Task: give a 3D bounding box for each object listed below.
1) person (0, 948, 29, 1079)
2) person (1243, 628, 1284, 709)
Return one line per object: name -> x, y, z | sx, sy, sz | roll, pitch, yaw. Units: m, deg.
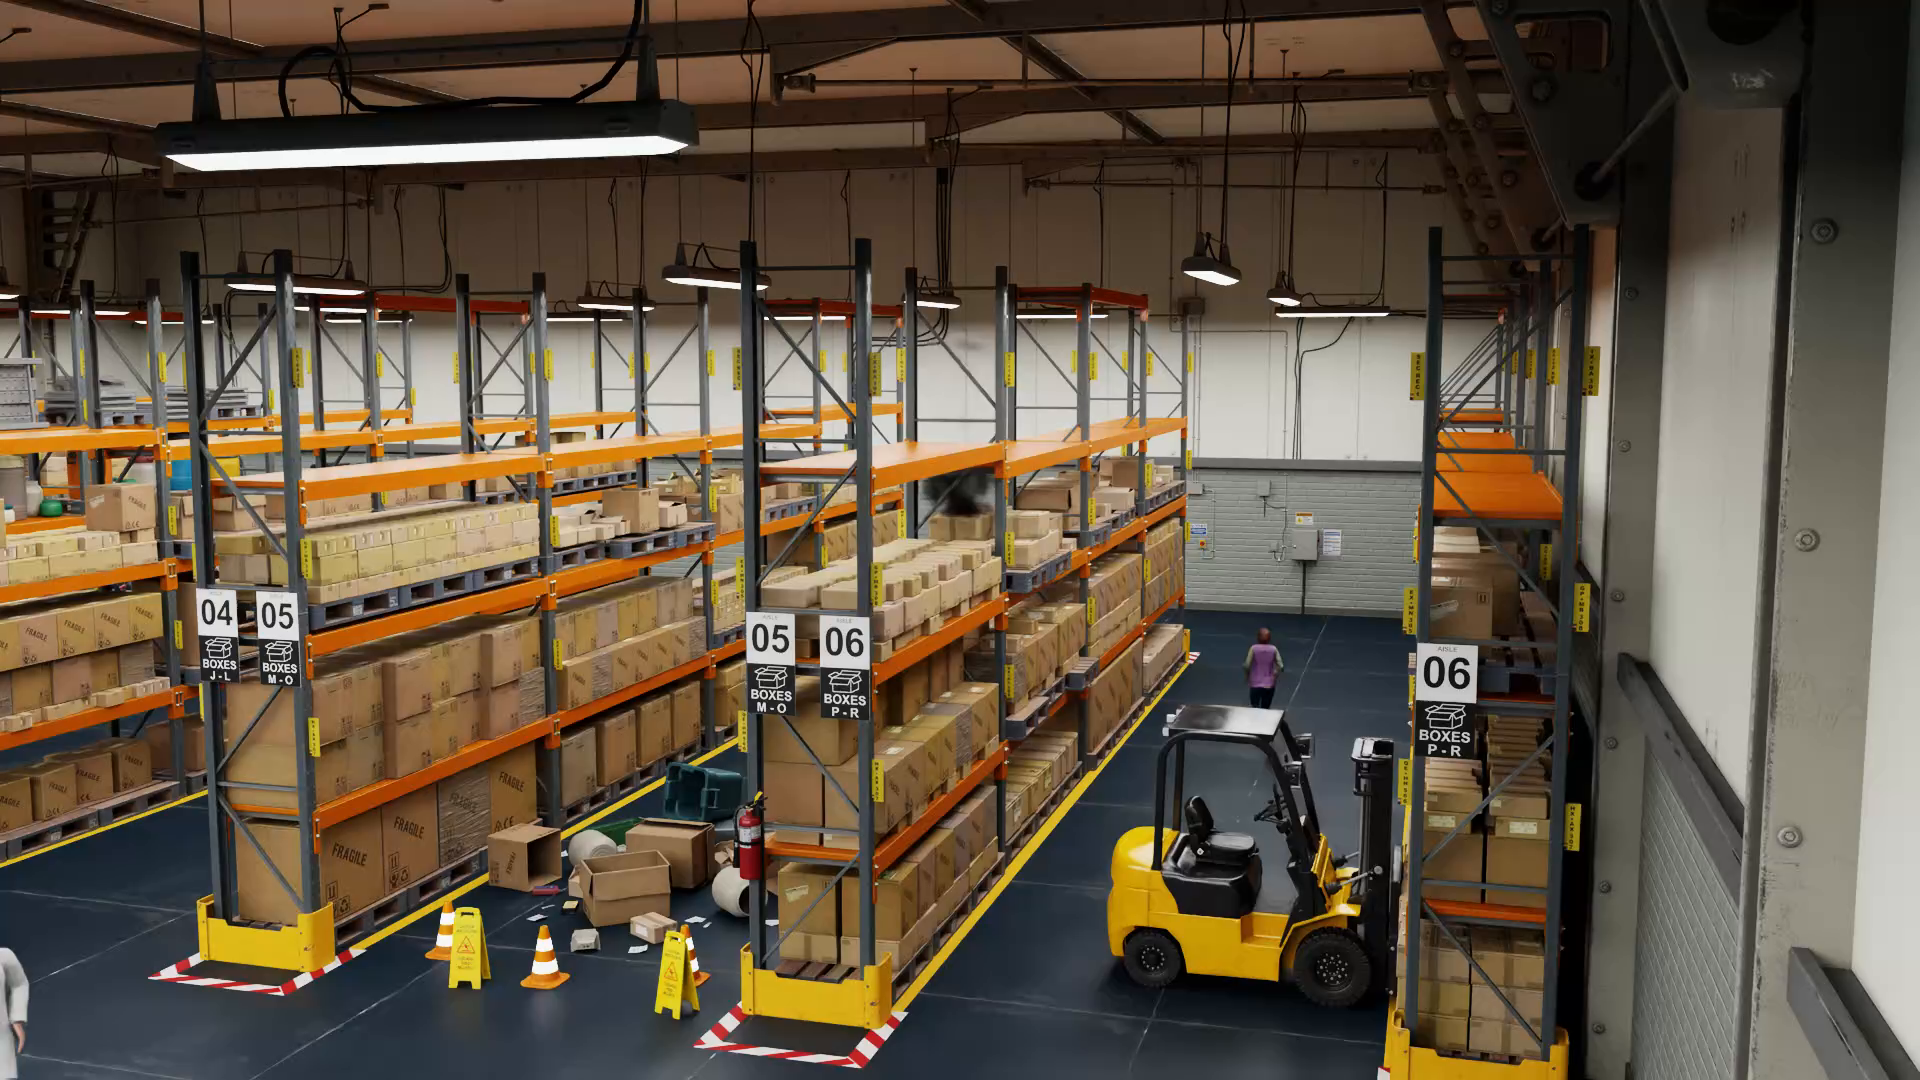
person -> -6.122, 3.153, 10.296 | 0.709, 1.736, 0.751 | -5, 8, -40
person -> 4.022, 1.937, 22.092 | 0.541, 1.560, 0.549 | 0, 6, 4
